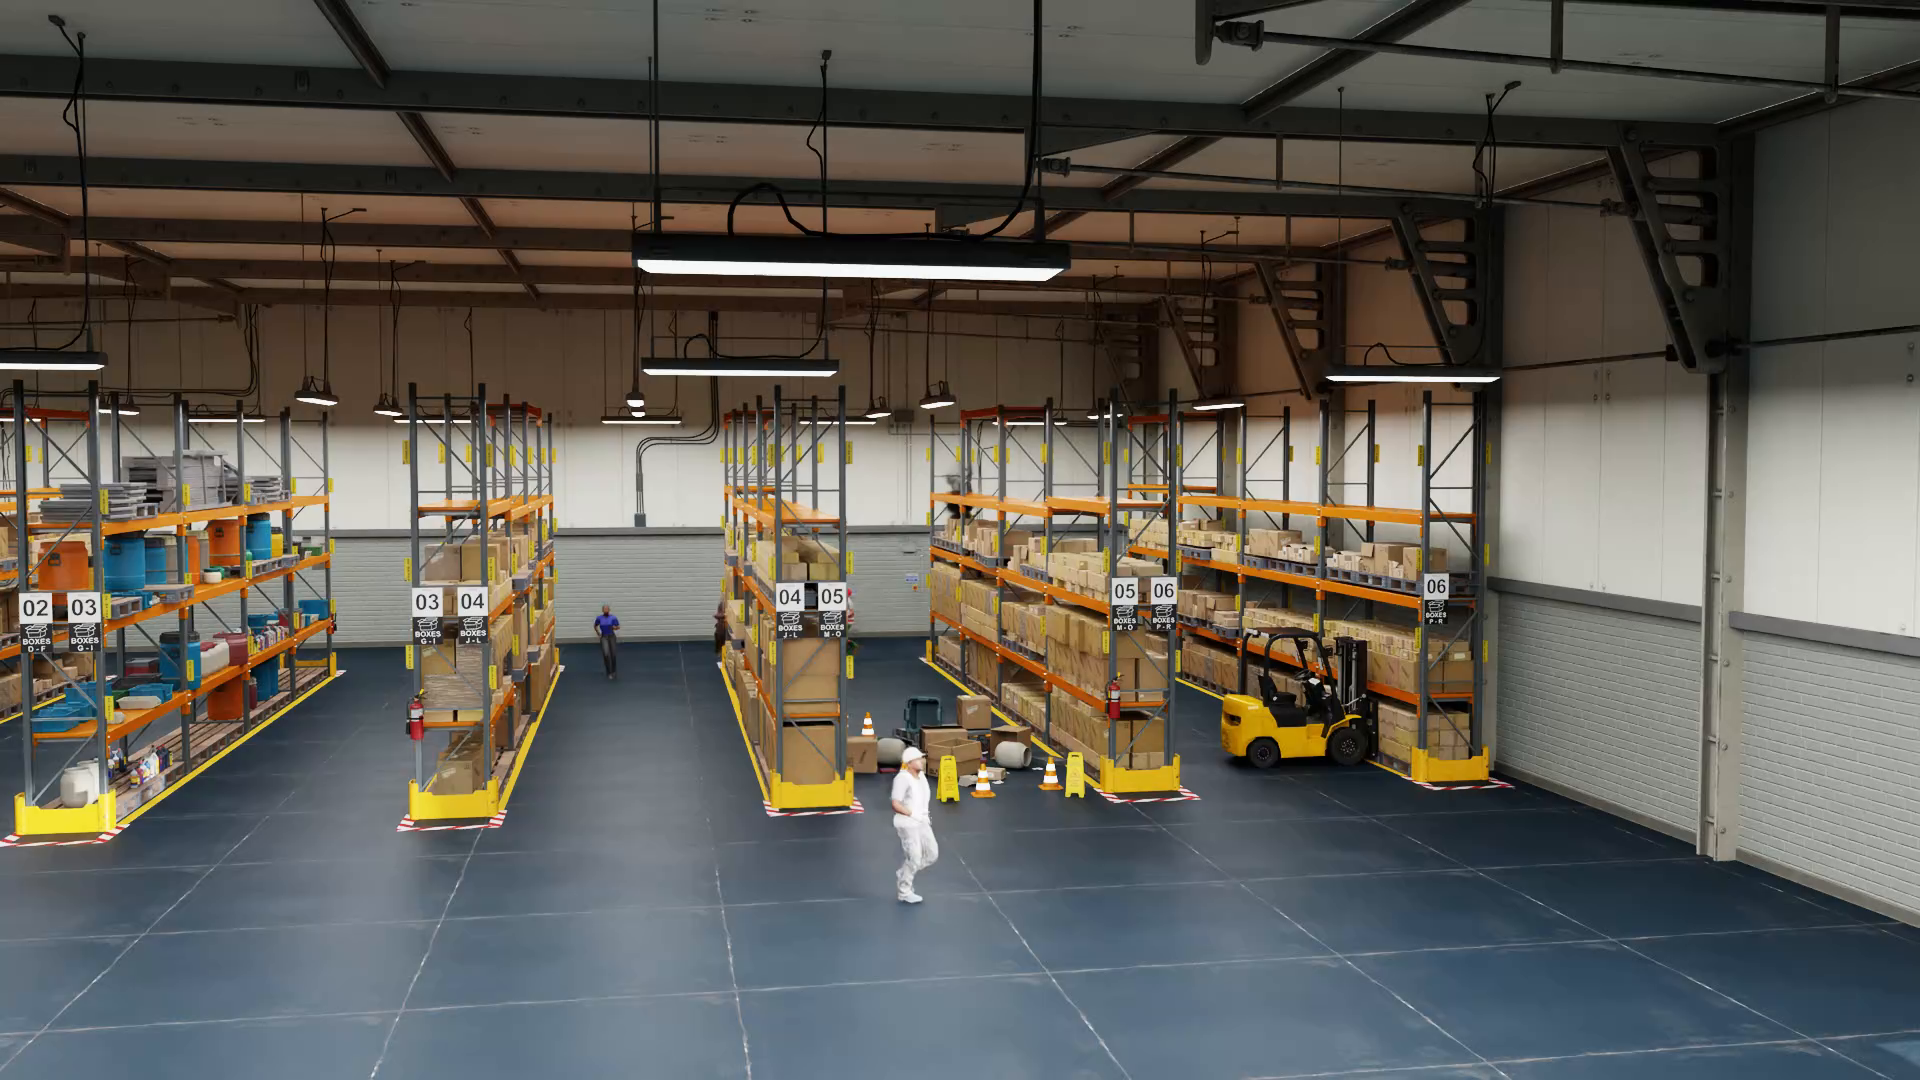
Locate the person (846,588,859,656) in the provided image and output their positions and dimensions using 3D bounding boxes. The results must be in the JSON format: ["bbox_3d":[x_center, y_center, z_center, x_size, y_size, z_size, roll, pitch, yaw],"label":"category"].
[{"bbox_3d":[-2.790,2.055,40.956,0.586,1.741,0.636,-1,3,-11],"label":"person"}]

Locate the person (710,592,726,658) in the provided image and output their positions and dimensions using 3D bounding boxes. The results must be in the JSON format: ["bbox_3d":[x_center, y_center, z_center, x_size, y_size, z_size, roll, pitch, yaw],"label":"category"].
[{"bbox_3d":[-5.855,2.089,40.771,0.761,1.753,0.818,0,3,7],"label":"person"}]

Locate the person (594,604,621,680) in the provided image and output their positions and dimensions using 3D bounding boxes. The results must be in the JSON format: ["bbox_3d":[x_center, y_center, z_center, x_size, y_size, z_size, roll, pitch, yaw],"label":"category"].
[{"bbox_3d":[-7.928,2.297,37.397,0.578,1.717,0.732,-1,3,-14],"label":"person"}]

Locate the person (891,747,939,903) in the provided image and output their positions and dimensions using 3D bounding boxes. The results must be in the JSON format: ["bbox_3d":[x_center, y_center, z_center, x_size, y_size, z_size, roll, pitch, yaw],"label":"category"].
[{"bbox_3d":[-0.511,3.181,18.584,0.587,1.740,0.685,2,3,29],"label":"person"}]
